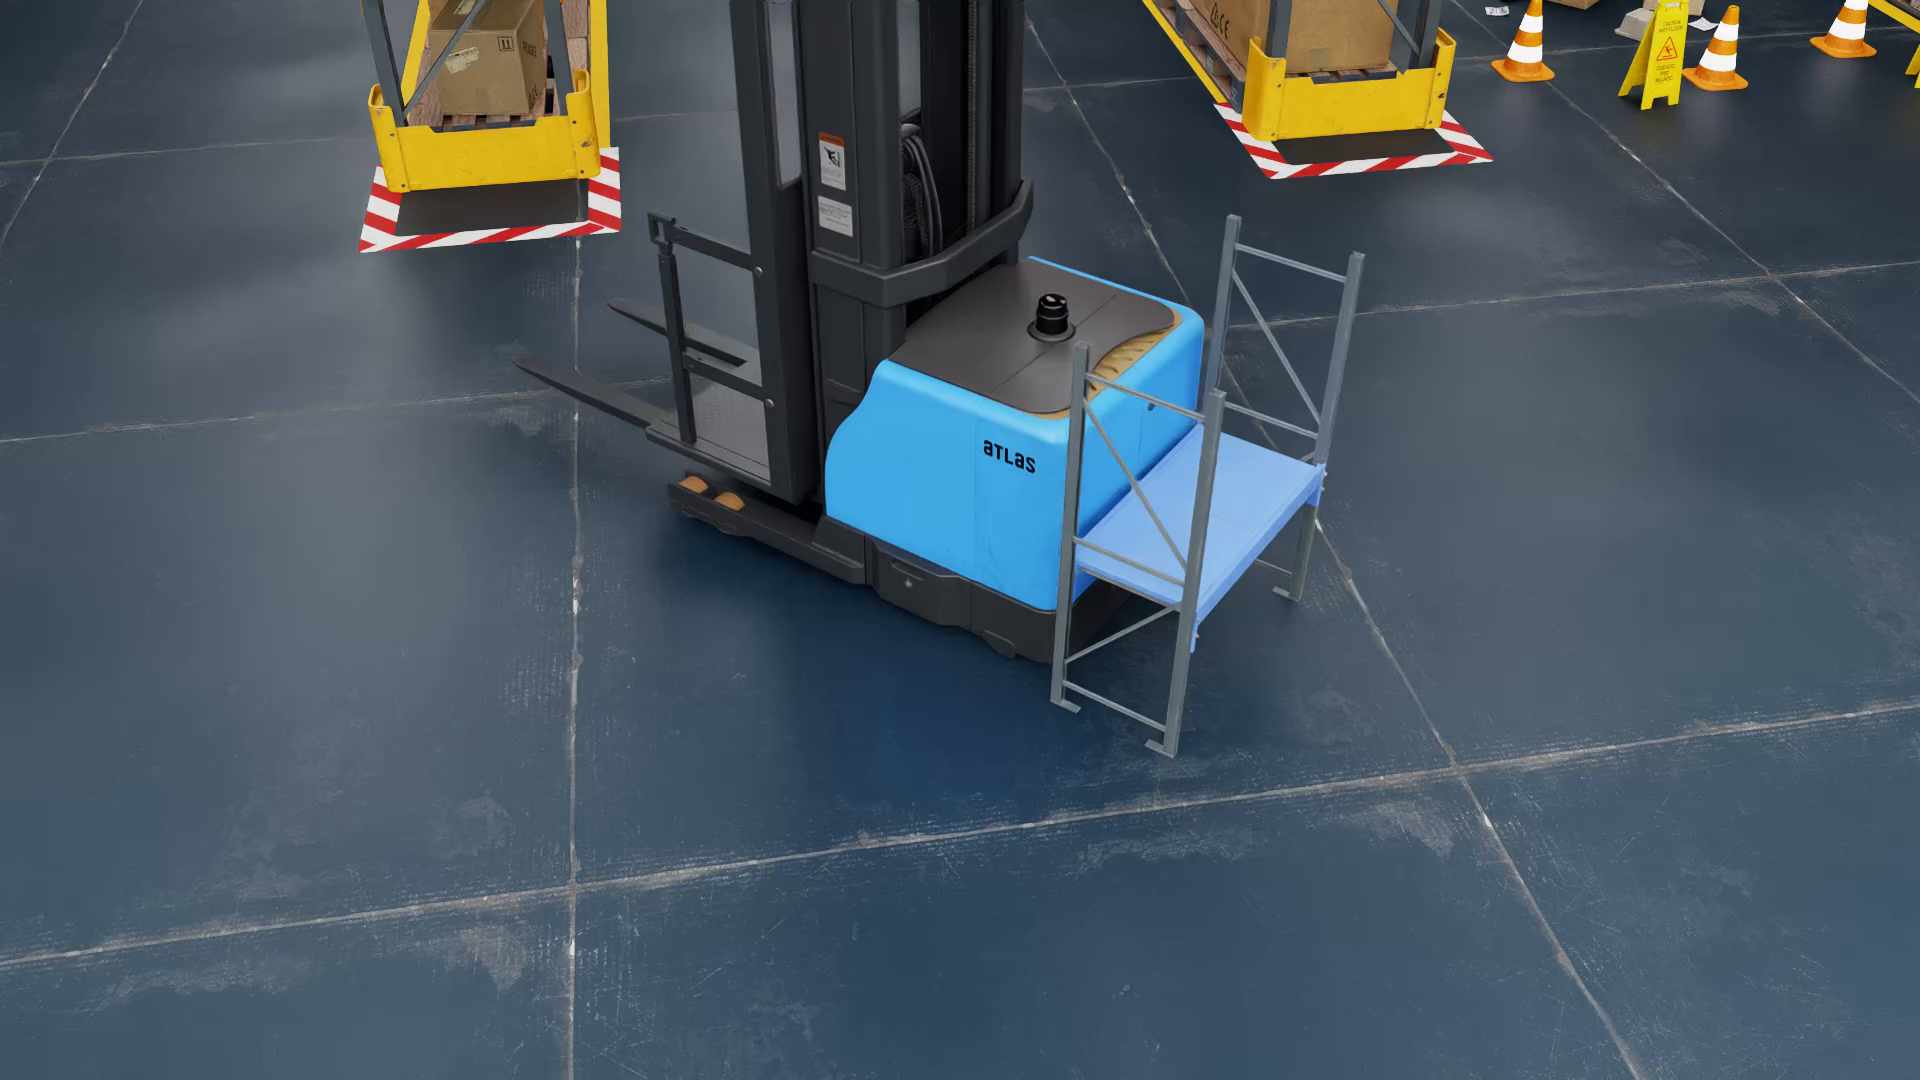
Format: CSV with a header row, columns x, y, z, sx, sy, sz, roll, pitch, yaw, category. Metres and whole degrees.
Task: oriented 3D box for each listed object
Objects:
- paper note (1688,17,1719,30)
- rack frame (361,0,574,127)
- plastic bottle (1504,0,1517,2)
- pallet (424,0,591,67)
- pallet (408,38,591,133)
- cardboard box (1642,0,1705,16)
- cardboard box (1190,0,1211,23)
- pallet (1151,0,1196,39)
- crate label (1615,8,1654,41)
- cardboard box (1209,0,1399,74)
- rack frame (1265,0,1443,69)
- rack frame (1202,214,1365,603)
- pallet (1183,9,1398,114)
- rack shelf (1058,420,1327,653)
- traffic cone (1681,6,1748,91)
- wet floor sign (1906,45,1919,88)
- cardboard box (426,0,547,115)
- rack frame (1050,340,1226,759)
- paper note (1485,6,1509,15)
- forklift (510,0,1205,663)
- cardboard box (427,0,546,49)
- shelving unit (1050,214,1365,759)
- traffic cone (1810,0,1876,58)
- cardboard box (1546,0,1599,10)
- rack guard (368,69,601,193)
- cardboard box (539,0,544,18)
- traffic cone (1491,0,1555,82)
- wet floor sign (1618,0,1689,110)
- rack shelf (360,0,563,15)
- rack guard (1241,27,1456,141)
x,y,z,sx,sy,sz,roll,pitch,yaw,category
5.009,-3.478,11.202,0.148,0.019,0.142,-20,42,-23,paper note
-2.622,-3.227,8.459,1.000,3.000,0.127,-6,38,-8,rack frame
3.790,-3.848,11.653,0.133,0.061,0.283,-20,42,-23,plastic bottle
-2.953,-3.402,10.957,1.003,0.211,1.213,-6,38,-8,pallet
-2.743,-2.667,10.010,1.003,0.211,1.213,-6,38,-8,pallet
4.916,-3.742,11.445,0.380,0.149,0.250,13,40,16,cardboard box
1.939,-3.960,10.792,0.875,0.875,0.875,-7,38,-9,cardboard box
1.851,-3.809,11.480,1.003,0.211,1.213,-6,38,-8,pallet
4.557,-3.427,11.050,0.250,0.136,0.298,-27,45,-31,crate label
2.095,-3.429,10.109,0.875,0.875,0.875,-6,38,-8,cardboard box
2.279,-3.700,9.067,1.000,3.000,0.127,-6,38,-8,rack frame
1.121,-0.442,6.088,0.500,1.500,0.032,23,44,26,rack frame
2.062,-3.073,10.534,1.003,0.211,1.213,-6,38,-8,pallet
0.833,-0.043,5.867,0.538,0.185,1.000,23,44,26,rack shelf
4.756,-3.088,10.347,0.336,0.463,0.334,-6,38,-8,traffic cone
6.115,-3.134,10.258,0.267,0.644,0.232,6,38,8,wet floor sign
-2.715,-2.785,9.585,0.500,0.500,0.500,0,38,1,cardboard box
0.552,0.075,5.423,0.500,1.500,0.032,23,44,26,rack frame
3.683,-3.631,11.401,0.144,0.017,0.142,6,38,8,paper note
-0.586,-1.424,6.194,3.031,2.935,1.130,23,44,27,forklift
-2.853,-3.143,10.045,0.500,0.500,0.500,3,38,4,cardboard box
0.836,-0.183,5.756,0.538,1.500,1.048,23,44,26,shelving unit
5.789,-3.413,10.765,0.336,0.463,0.334,-6,38,-8,traffic cone
4.334,-4.096,11.612,0.637,0.503,0.797,27,45,30,cardboard box
-2.635,-2.286,9.285,1.175,0.500,0.348,-6,38,-8,rack guard
-2.944,-3.523,10.535,0.500,0.500,0.500,-3,38,-4,cardboard box
3.584,-3.172,10.455,0.336,0.463,0.334,-6,38,-8,traffic cone
4.234,-2.966,10.041,0.267,0.644,0.232,-13,40,-16,wet floor sign
-2.972,-4.151,10.235,1.077,0.370,4.000,-6,38,-8,rack shelf
2.283,-2.698,9.816,1.175,0.500,0.348,-6,38,-8,rack guard
